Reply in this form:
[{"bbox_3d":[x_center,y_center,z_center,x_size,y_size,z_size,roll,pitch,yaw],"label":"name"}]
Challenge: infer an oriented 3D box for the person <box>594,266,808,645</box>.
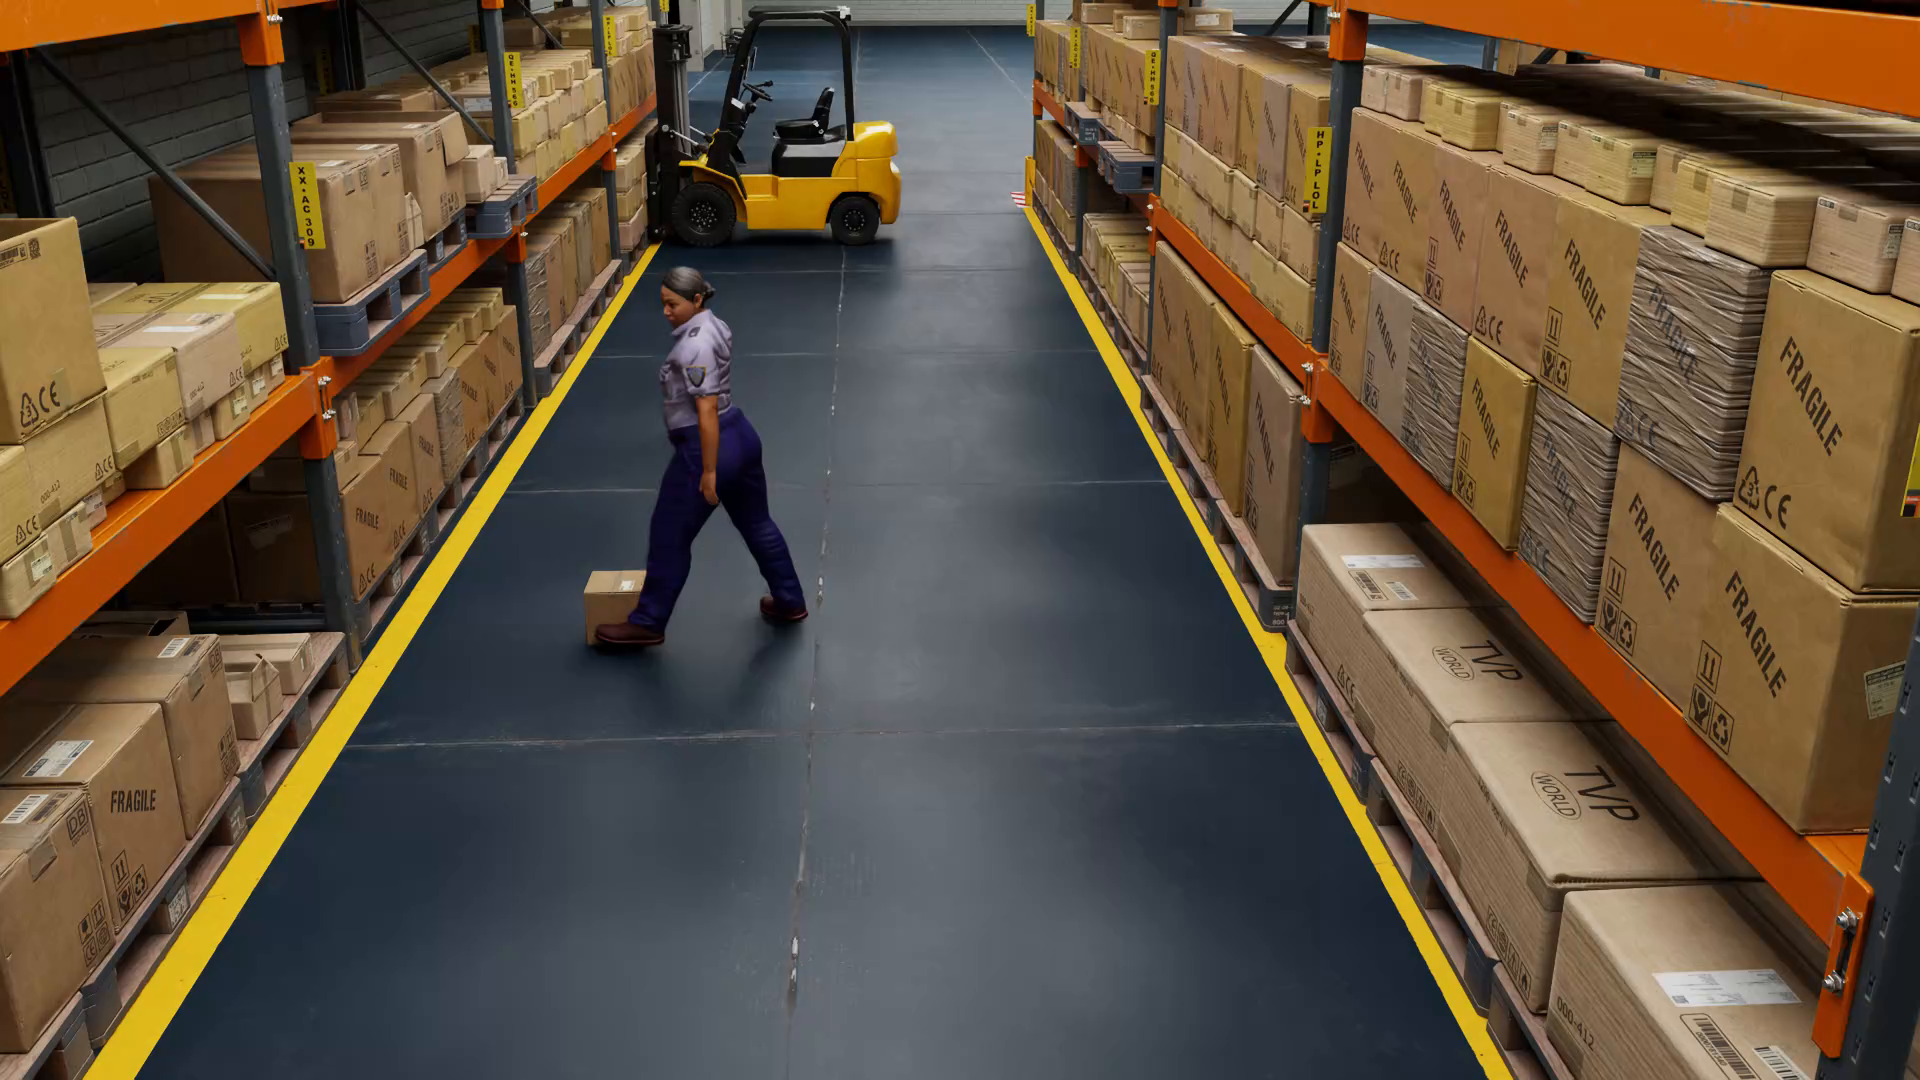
[{"bbox_3d":[-1.113,-0.364,7.059,0.810,1.611,0.657,5,21,14],"label":"person"}]
